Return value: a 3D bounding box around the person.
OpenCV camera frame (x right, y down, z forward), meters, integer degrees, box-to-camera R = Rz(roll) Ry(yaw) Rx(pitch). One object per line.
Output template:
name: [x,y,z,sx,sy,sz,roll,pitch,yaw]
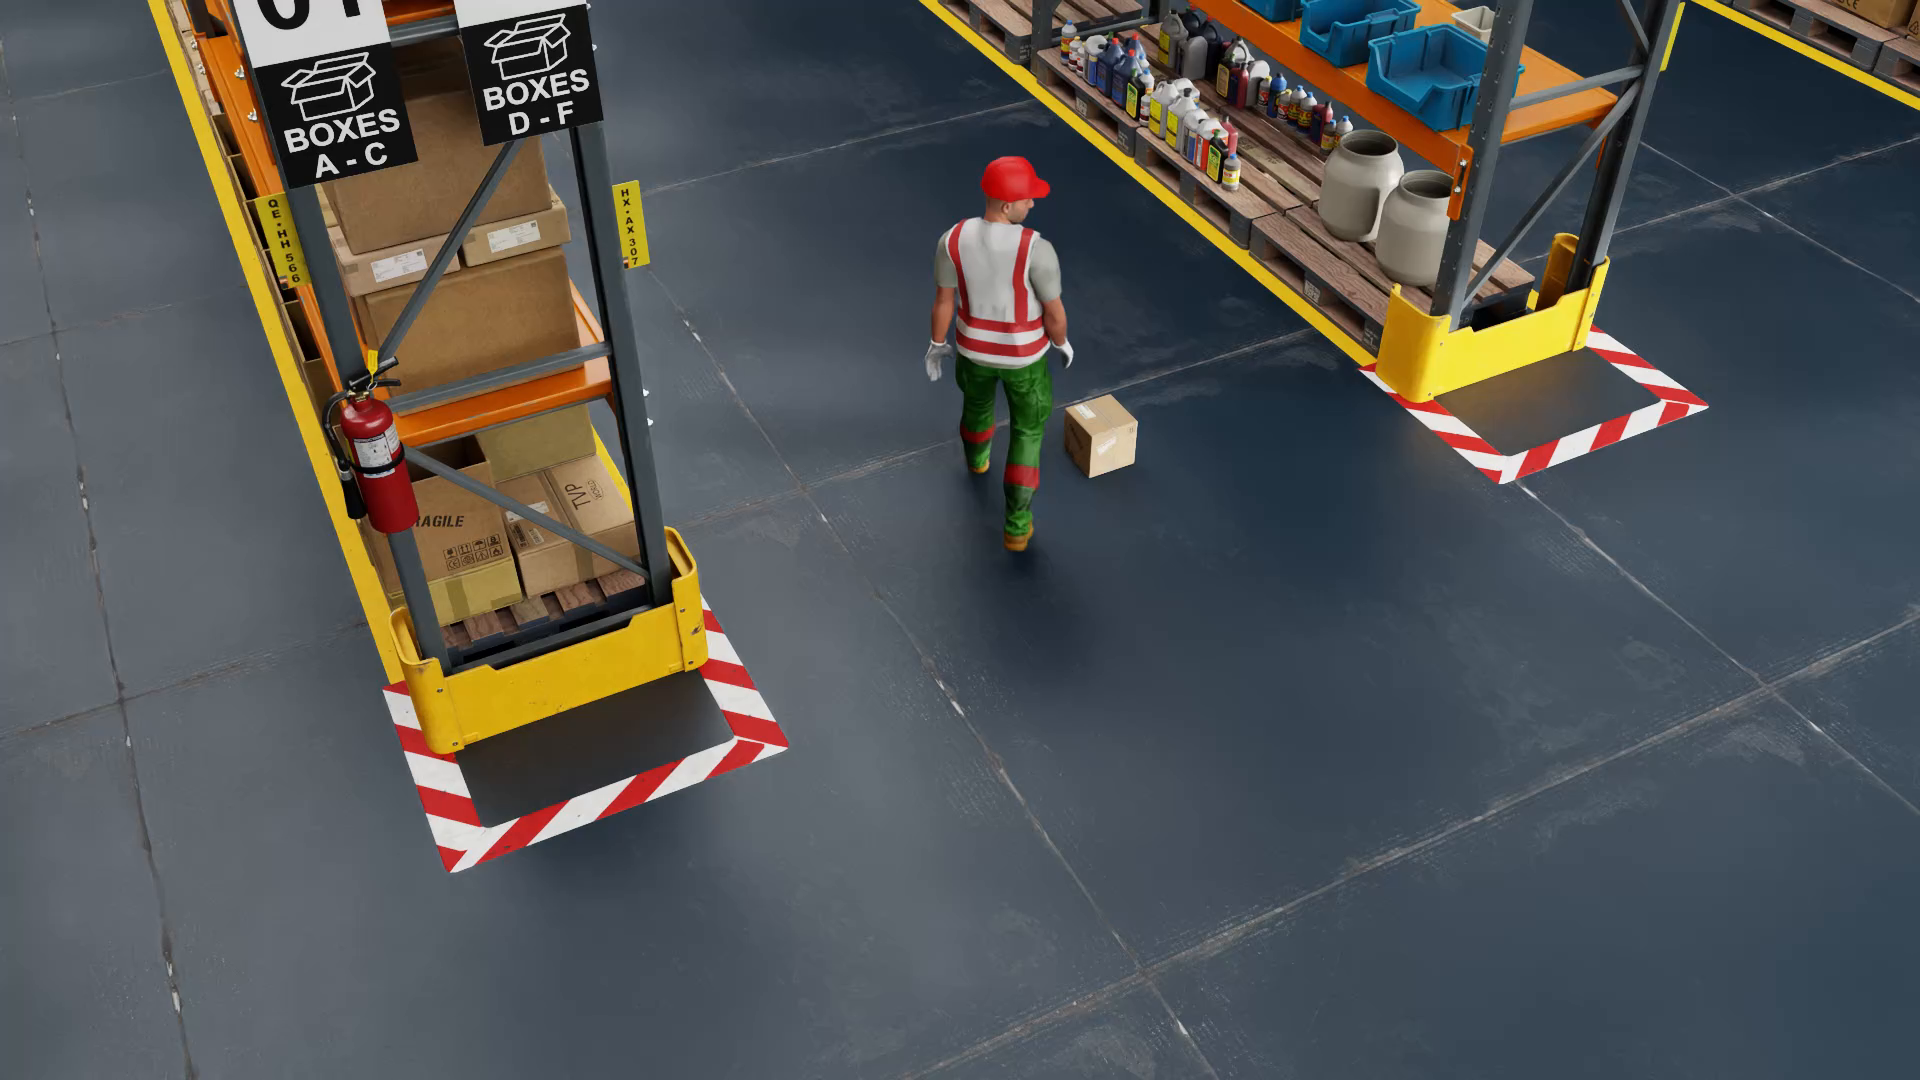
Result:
person: [0.175,-0.839,7.115,0.618,1.765,0.895,12,42,13]
